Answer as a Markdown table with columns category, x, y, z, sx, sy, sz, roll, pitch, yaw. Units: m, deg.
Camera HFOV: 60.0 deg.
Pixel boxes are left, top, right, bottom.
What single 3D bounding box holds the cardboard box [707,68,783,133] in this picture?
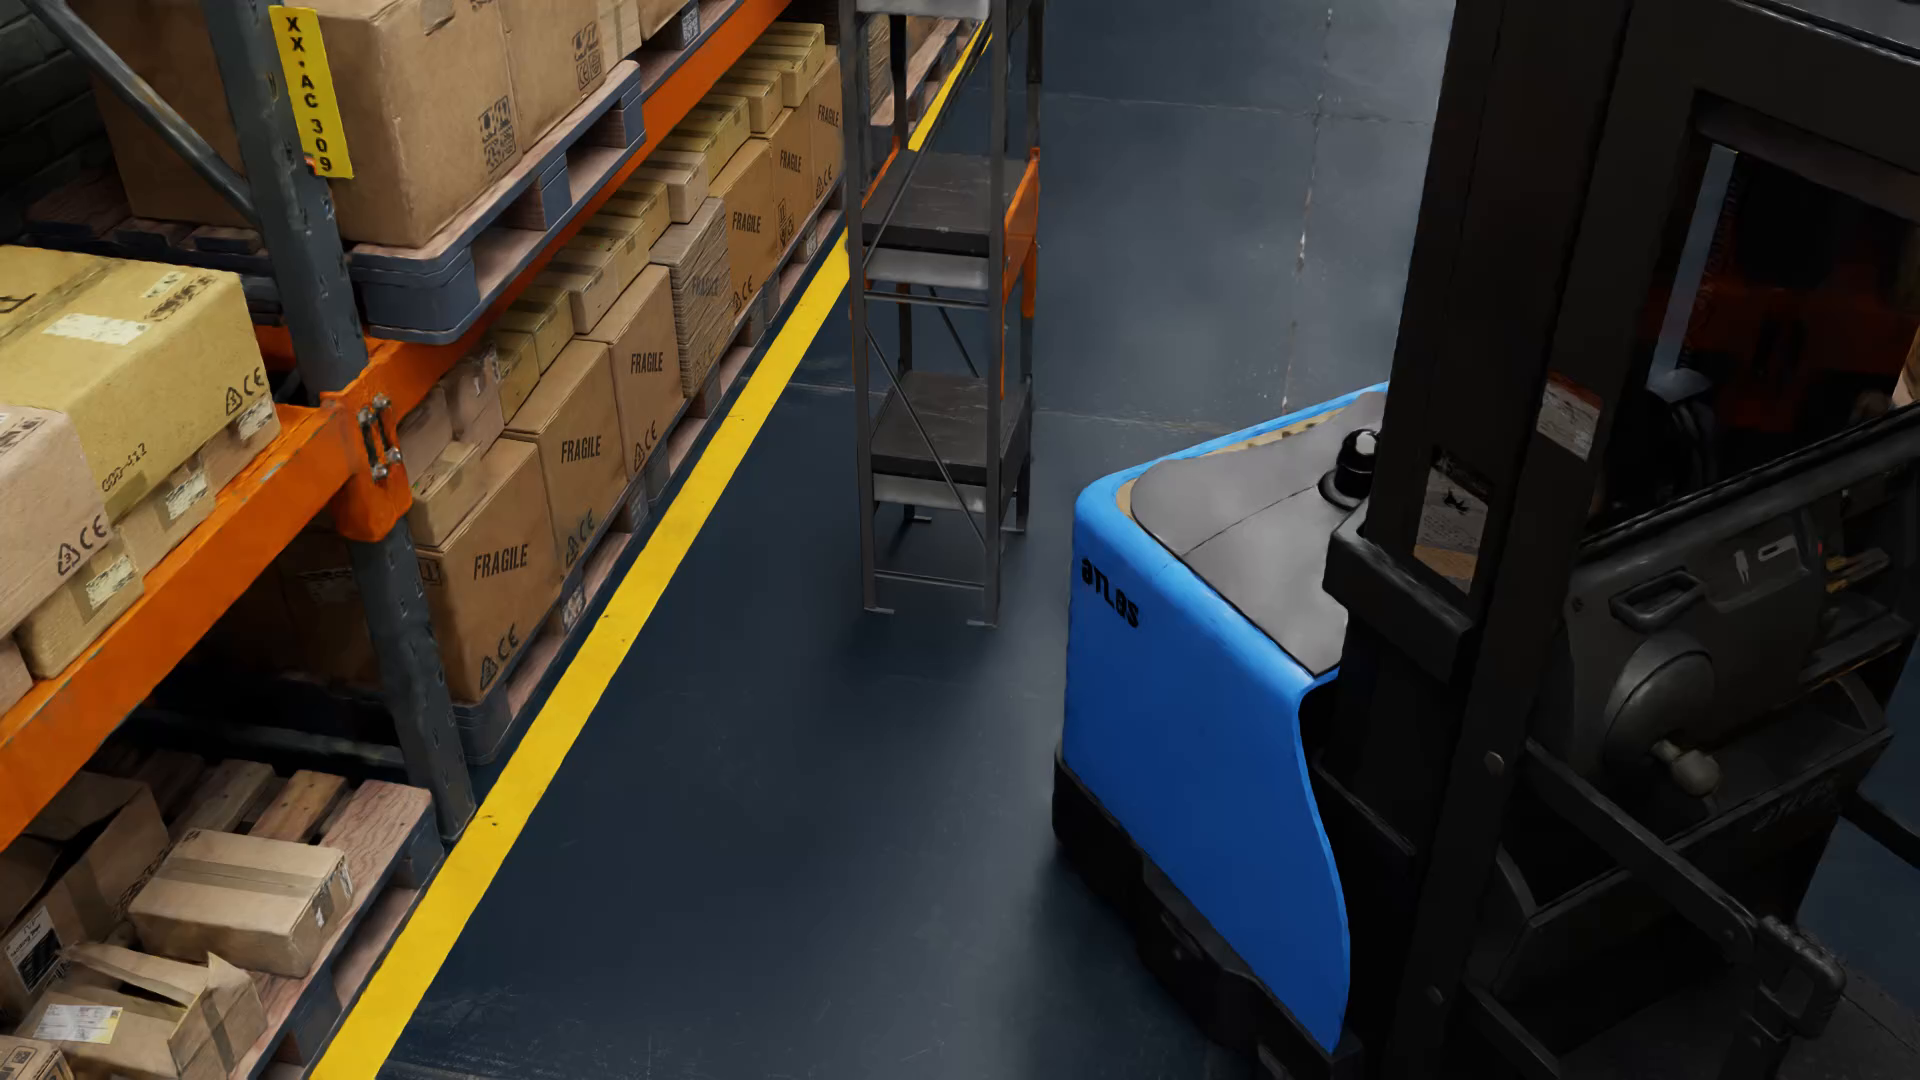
| category | x | y | z | sx | sy | sz | roll | pitch | yaw |
| --- | --- | --- | --- | --- | --- | --- | --- | --- | --- |
| cardboard box | -0.876 | -1.638 | 6.174 | 0.380 | 0.149 | 0.250 | 6 | 36 | 8 |

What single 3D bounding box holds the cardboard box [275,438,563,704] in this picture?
| category | x | y | z | sx | sy | sz | roll | pitch | yaw |
| --- | --- | --- | --- | --- | --- | --- | --- | --- | --- |
| cardboard box | -1.422 | 0.048 | 4.400 | 0.500 | 0.500 | 0.500 | 9 | 37 | 12 |

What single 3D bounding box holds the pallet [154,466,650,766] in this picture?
| category | x | y | z | sx | sy | sz | roll | pitch | yaw |
| --- | --- | --- | --- | --- | --- | --- | --- | --- | --- |
| pallet | -1.608 | 0.113 | 4.914 | 1.003 | 0.211 | 1.213 | 7 | 37 | 10 |

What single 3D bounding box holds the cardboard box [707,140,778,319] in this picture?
| category | x | y | z | sx | sy | sz | roll | pitch | yaw |
| --- | --- | --- | --- | --- | --- | --- | --- | --- | --- |
| cardboard box | -0.997 | -1.141 | 6.040 | 0.500 | 0.500 | 0.500 | 9 | 37 | 12 |

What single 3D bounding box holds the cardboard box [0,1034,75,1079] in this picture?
| category | x | y | z | sx | sy | sz | roll | pitch | yaw |
| --- | --- | --- | --- | --- | --- | --- | --- | --- | --- |
| cardboard box | -1.933 | 1.171 | 2.850 | 0.700 | 0.500 | 0.500 | 6 | 36 | 8 |

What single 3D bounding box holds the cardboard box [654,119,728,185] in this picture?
| category | x | y | z | sx | sy | sz | roll | pitch | yaw |
| --- | --- | --- | --- | --- | --- | --- | --- | --- | --- |
| cardboard box | -1.029 | -1.349 | 5.775 | 0.380 | 0.149 | 0.250 | 7 | 36 | 9 |

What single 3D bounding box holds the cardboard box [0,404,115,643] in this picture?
| category | x | y | z | sx | sy | sz | roll | pitch | yaw |
| --- | --- | --- | --- | --- | --- | --- | --- | --- | --- |
| cardboard box | -1.708 | 0.007 | 2.559 | 0.500 | 0.250 | 0.500 | 7 | 37 | 10 |

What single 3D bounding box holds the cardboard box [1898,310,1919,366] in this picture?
| category | x | y | z | sx | sy | sz | roll | pitch | yaw |
| --- | --- | --- | --- | --- | --- | --- | --- | --- | --- |
| cardboard box | 3.731 | -1.142 | 5.723 | 0.875 | 0.875 | 0.875 | 7 | 37 | 10 |

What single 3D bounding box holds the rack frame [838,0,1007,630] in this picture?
| category | x | y | z | sx | sy | sz | roll | pitch | yaw |
| --- | --- | --- | --- | --- | --- | --- | --- | --- | --- |
| rack frame | -0.087 | -0.615 | 4.310 | 0.400 | 2.100 | 0.015 | 7 | 37 | 10 |

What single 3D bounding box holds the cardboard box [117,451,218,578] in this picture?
| category | x | y | z | sx | sy | sz | roll | pitch | yaw |
| --- | --- | --- | --- | --- | --- | --- | --- | --- | --- |
| cardboard box | -1.600 | -0.077 | 3.014 | 0.380 | 0.149 | 0.250 | 8 | 37 | 11 |

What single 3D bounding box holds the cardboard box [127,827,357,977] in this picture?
| category | x | y | z | sx | sy | sz | roll | pitch | yaw |
| --- | --- | --- | --- | --- | --- | --- | --- | --- | --- |
| cardboard box | -1.577 | 0.795 | 3.668 | 0.380 | 0.149 | 0.250 | 6 | 36 | 9 |

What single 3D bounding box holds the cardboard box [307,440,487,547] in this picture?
| category | x | y | z | sx | sy | sz | roll | pitch | yaw |
| --- | --- | --- | --- | --- | --- | --- | --- | --- | --- |
| cardboard box | -1.408 | -0.138 | 4.104 | 0.380 | 0.149 | 0.250 | 9 | 37 | 12 |

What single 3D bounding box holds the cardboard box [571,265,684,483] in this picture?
| category | x | y | z | sx | sy | sz | roll | pitch | yaw |
| --- | --- | --- | --- | --- | --- | --- | --- | --- | --- |
| cardboard box | -1.207 | -0.544 | 5.217 | 0.500 | 0.500 | 0.500 | 6 | 36 | 9 |

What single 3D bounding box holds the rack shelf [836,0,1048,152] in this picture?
| category | x | y | z | sx | sy | sz | roll | pitch | yaw |
| --- | --- | --- | --- | --- | --- | --- | --- | --- | --- |
| rack shelf | -0.035 | -1.311 | 4.100 | 0.431 | 0.518 | 0.480 | 7 | 37 | 10 |

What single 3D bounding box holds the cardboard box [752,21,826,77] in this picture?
| category | x | y | z | sx | sy | sz | roll | pitch | yaw |
| --- | --- | --- | --- | --- | --- | --- | --- | --- | --- |
| cardboard box | -0.748 | -1.944 | 6.596 | 0.380 | 0.149 | 0.250 | 6 | 36 | 8 |

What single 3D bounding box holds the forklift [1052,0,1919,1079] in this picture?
| category | x | y | z | sx | sy | sz | roll | pitch | yaw |
| --- | --- | --- | --- | --- | --- | --- | --- | --- | --- |
| forklift | 1.407 | 0.169 | 2.519 | 1.130 | 2.935 | 3.031 | -19 | 40 | -24 |

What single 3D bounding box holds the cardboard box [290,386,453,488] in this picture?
| category | x | y | z | sx | sy | sz | roll | pitch | yaw |
| --- | --- | --- | --- | --- | --- | --- | --- | --- | --- |
| cardboard box | -1.467 | -0.266 | 4.027 | 0.380 | 0.149 | 0.250 | 7 | 36 | 9 |

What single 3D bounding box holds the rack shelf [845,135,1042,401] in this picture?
| category | x | y | z | sx | sy | sz | roll | pitch | yaw |
| --- | --- | --- | --- | --- | --- | --- | --- | --- | --- |
| rack shelf | -0.035 | -0.744 | 4.511 | 0.431 | 0.518 | 0.480 | 7 | 37 | 10 |

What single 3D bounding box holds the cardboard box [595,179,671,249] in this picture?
| category | x | y | z | sx | sy | sz | roll | pitch | yaw |
| --- | --- | --- | --- | --- | --- | --- | --- | --- | --- |
| cardboard box | -1.161 | -1.053 | 5.366 | 0.380 | 0.149 | 0.250 | 7 | 37 | 10 |

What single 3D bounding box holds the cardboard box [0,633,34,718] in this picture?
| category | x | y | z | sx | sy | sz | roll | pitch | yaw |
| --- | --- | --- | --- | --- | --- | --- | --- | --- | --- |
| cardboard box | -1.715 | 0.222 | 2.602 | 0.380 | 0.149 | 0.250 | 8 | 37 | 11 |

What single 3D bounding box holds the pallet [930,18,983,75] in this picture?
| category | x | y | z | sx | sy | sz | roll | pitch | yaw |
| --- | --- | --- | --- | --- | --- | --- | --- | --- | --- |
| pallet | -0.414 | -2.874 | 9.035 | 1.003 | 0.211 | 1.213 | 7 | 37 | 10 |

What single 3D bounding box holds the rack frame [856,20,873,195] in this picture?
| category | x | y | z | sx | sy | sz | roll | pitch | yaw |
| --- | --- | --- | --- | --- | --- | --- | --- | --- | --- |
| rack frame | -0.890 | -2.838 | 6.610 | 1.000 | 3.000 | 0.127 | 7 | 37 | 10 |

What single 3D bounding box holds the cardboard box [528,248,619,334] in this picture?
| category | x | y | z | sx | sy | sz | roll | pitch | yaw |
| --- | --- | --- | --- | --- | --- | --- | --- | --- | --- |
| cardboard box | -1.246 | -0.752 | 4.952 | 0.380 | 0.149 | 0.250 | 7 | 37 | 10 |

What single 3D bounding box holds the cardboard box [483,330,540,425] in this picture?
| category | x | y | z | sx | sy | sz | roll | pitch | yaw |
| --- | --- | --- | --- | --- | --- | --- | --- | --- | --- |
| cardboard box | -1.381 | -0.455 | 4.541 | 0.380 | 0.149 | 0.250 | 6 | 36 | 8 |

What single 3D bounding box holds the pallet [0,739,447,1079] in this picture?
| category | x | y | z | sx | sy | sz | roll | pitch | yaw |
| --- | --- | --- | --- | --- | --- | --- | --- | --- | --- |
| pallet | -1.892 | 0.978 | 3.721 | 1.003 | 0.211 | 1.213 | 7 | 37 | 10 |

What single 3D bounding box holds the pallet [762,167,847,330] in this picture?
| category | x | y | z | sx | sy | sz | roll | pitch | yaw |
| --- | --- | --- | --- | --- | --- | --- | --- | --- | --- |
| pallet | -1.087 | -1.286 | 6.844 | 1.003 | 0.211 | 1.213 | 7 | 37 | 10 |

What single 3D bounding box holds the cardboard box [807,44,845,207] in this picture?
| category | x | y | z | sx | sy | sz | roll | pitch | yaw |
| --- | --- | --- | --- | --- | --- | --- | --- | --- | --- |
| cardboard box | -0.771 | -1.727 | 6.849 | 0.500 | 0.500 | 0.500 | 8 | 37 | 11 |

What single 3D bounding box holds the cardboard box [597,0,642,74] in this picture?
| category | x | y | z | sx | sy | sz | roll | pitch | yaw |
| --- | --- | --- | --- | --- | --- | --- | --- | --- | --- |
| cardboard box | -1.073 | -1.409 | 4.395 | 0.396 | 0.266 | 0.258 | 9 | 37 | 12 |

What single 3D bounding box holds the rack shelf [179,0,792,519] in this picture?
| category | x | y | z | sx | sy | sz | roll | pitch | yaw |
| --- | --- | --- | --- | --- | --- | --- | --- | --- | --- |
| rack shelf | -1.317 | -1.400 | 5.239 | 1.077 | 0.370 | 4.000 | 7 | 37 | 10 |

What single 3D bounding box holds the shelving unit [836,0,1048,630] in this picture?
| category | x | y | z | sx | sy | sz | roll | pitch | yaw |
| --- | --- | --- | --- | --- | --- | --- | --- | --- | --- |
| shelving unit | -0.035 | -0.755 | 4.503 | 0.431 | 2.100 | 0.503 | 7 | 37 | 10 |

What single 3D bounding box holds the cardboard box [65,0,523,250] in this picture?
| category | x | y | z | sx | sy | sz | roll | pitch | yaw |
| --- | --- | --- | --- | --- | --- | --- | --- | --- | --- |
| cardboard box | -1.423 | -1.005 | 3.637 | 0.700 | 0.500 | 0.500 | 8 | 37 | 11 |

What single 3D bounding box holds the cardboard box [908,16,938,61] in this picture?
| category | x | y | z | sx | sy | sz | roll | pitch | yaw |
| --- | --- | --- | --- | --- | --- | --- | --- | --- | --- |
| cardboard box | -0.612 | -2.778 | 8.193 | 0.875 | 0.625 | 0.625 | 8 | 37 | 11 |

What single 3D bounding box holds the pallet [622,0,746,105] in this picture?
| category | x | y | z | sx | sy | sz | roll | pitch | yaw |
| --- | --- | --- | --- | --- | --- | --- | --- | --- | --- |
| pallet | -1.301 | -1.645 | 5.127 | 1.003 | 0.211 | 1.213 | 7 | 37 | 10 |
